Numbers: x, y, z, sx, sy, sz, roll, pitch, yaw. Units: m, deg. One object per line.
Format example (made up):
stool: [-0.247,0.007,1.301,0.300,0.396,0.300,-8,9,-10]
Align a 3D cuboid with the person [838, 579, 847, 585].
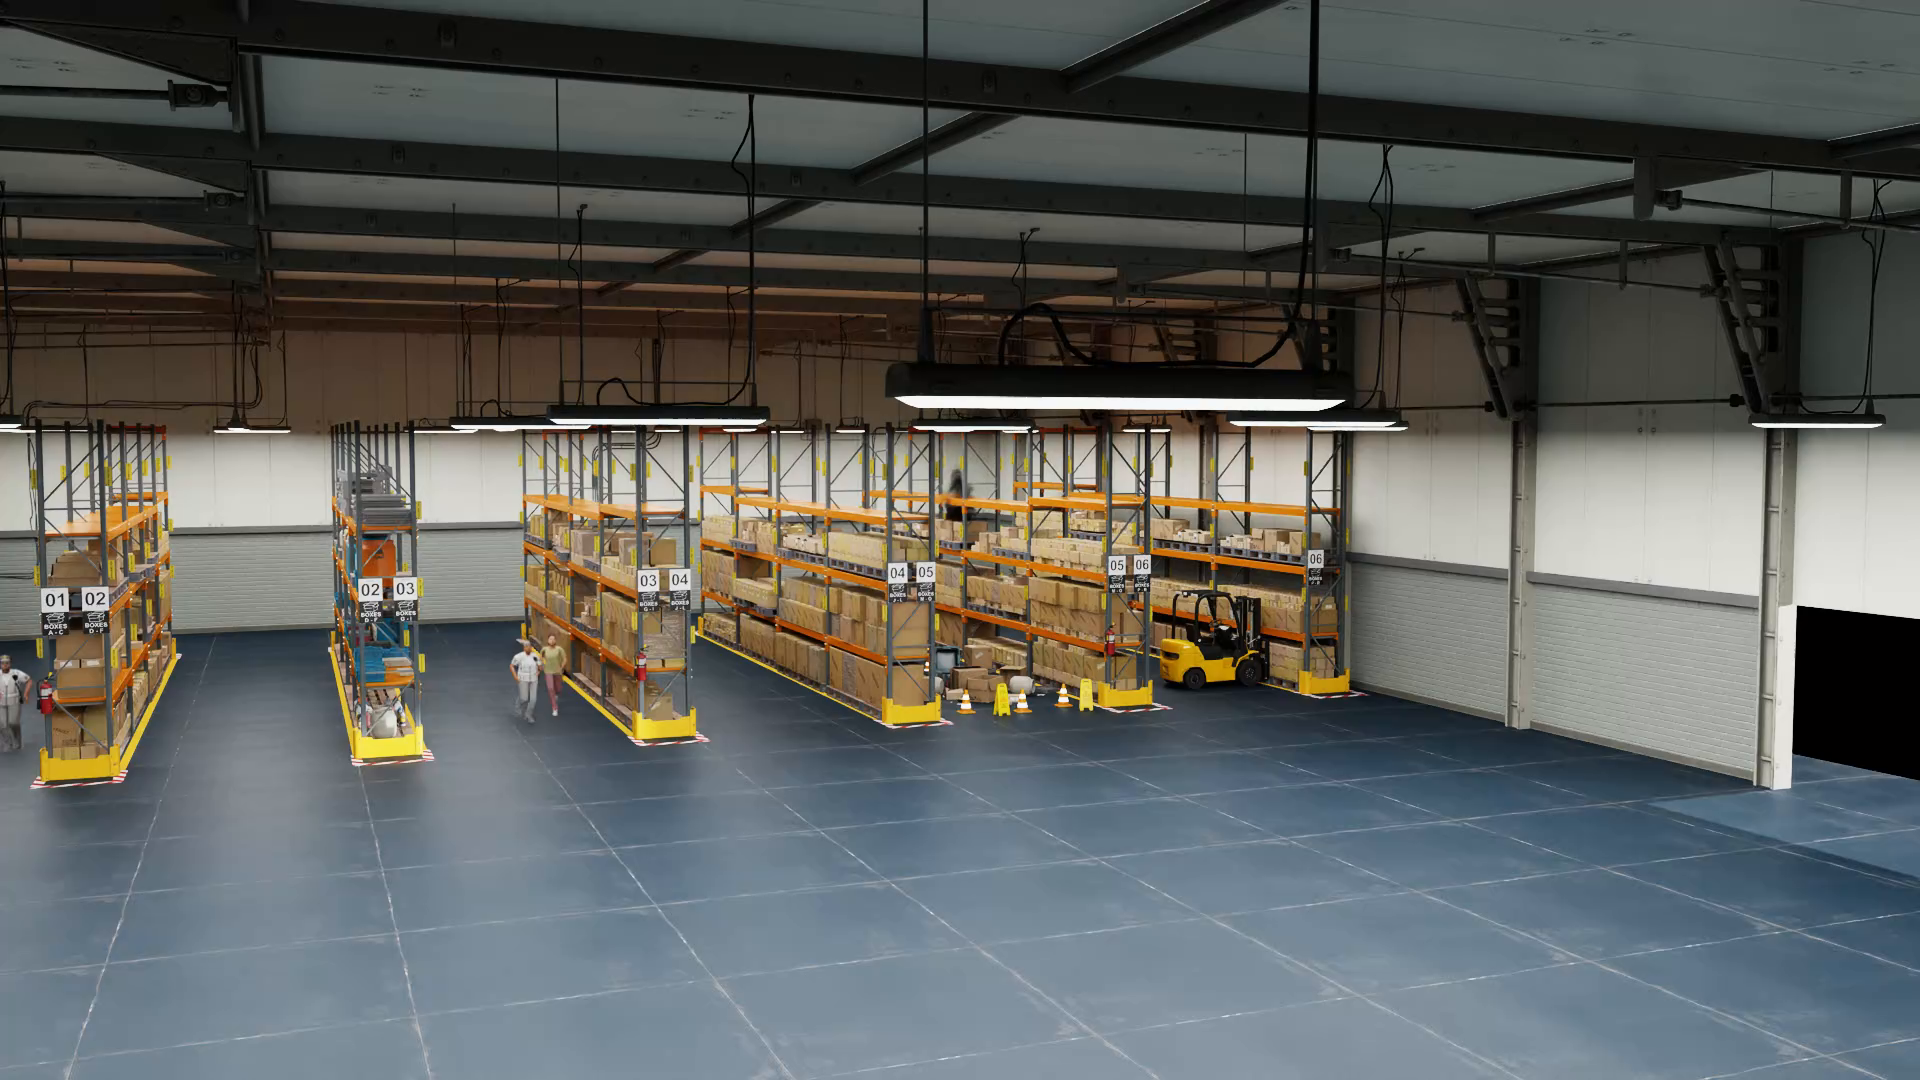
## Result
person: [-3.569,1.674,51.097,0.574,1.729,0.718,-1,4,-12]

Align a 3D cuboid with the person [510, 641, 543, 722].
person: [-8.668,2.832,33.347,0.634,1.635,0.559,-2,4,-31]

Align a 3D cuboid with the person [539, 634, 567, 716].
person: [-8.438,2.770,34.482,0.561,1.655,1.006,-1,4,-21]

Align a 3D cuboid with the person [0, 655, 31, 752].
person: [-17.240,2.963,30.126,0.678,1.760,0.635,-1,4,-21]
